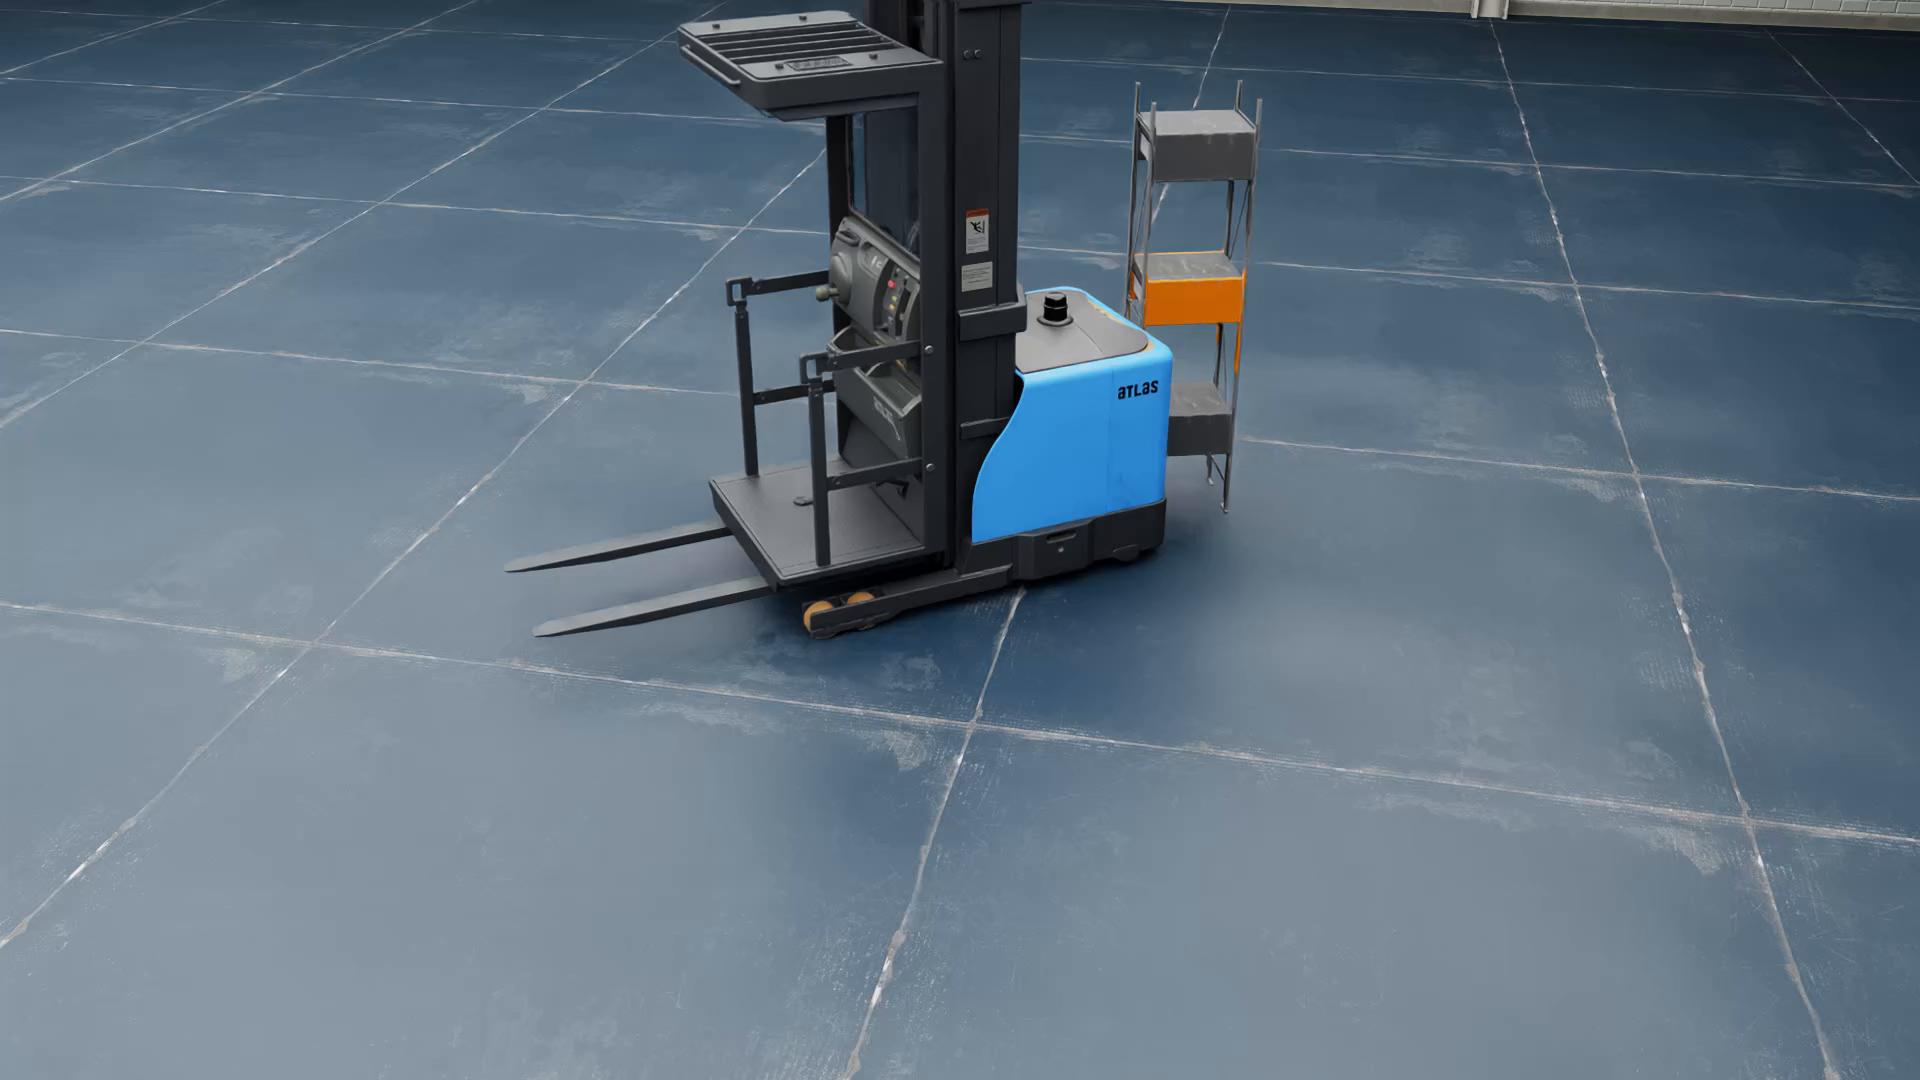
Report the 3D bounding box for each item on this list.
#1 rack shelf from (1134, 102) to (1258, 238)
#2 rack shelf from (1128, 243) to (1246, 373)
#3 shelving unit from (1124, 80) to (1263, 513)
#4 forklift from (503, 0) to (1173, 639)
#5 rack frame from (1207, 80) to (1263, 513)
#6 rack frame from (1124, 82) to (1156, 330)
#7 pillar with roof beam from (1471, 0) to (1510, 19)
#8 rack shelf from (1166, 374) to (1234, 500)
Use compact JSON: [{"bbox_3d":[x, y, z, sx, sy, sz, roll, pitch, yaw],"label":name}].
[{"bbox_3d":[1.095,-1.745,7.820,0.480,0.518,0.431,-3,29,-5],"label":"rack shelf"},{"bbox_3d":[1.096,-1.131,8.156,0.480,0.518,0.431,-3,29,-5],"label":"rack shelf"},{"bbox_3d":[1.096,-1.143,8.150,0.503,2.100,0.431,-3,29,-5],"label":"shelving unit"},{"bbox_3d":[-0.566,-1.131,7.264,3.031,2.935,1.130,-12,31,-21],"label":"forklift"},{"bbox_3d":[1.339,-1.155,8.171,0.015,2.100,0.400,-3,29,-5],"label":"rack frame"},{"bbox_3d":[0.853,-1.130,8.128,0.015,2.100,0.400,-3,29,-5],"label":"rack frame"},{"bbox_3d":[5.285,-8.057,13.596,0.400,9.000,9.100,6,29,11],"label":"pillar with roof beam"},{"bbox_3d":[1.097,-0.517,8.492,0.480,0.518,0.431,-3,29,-5],"label":"rack shelf"}]
